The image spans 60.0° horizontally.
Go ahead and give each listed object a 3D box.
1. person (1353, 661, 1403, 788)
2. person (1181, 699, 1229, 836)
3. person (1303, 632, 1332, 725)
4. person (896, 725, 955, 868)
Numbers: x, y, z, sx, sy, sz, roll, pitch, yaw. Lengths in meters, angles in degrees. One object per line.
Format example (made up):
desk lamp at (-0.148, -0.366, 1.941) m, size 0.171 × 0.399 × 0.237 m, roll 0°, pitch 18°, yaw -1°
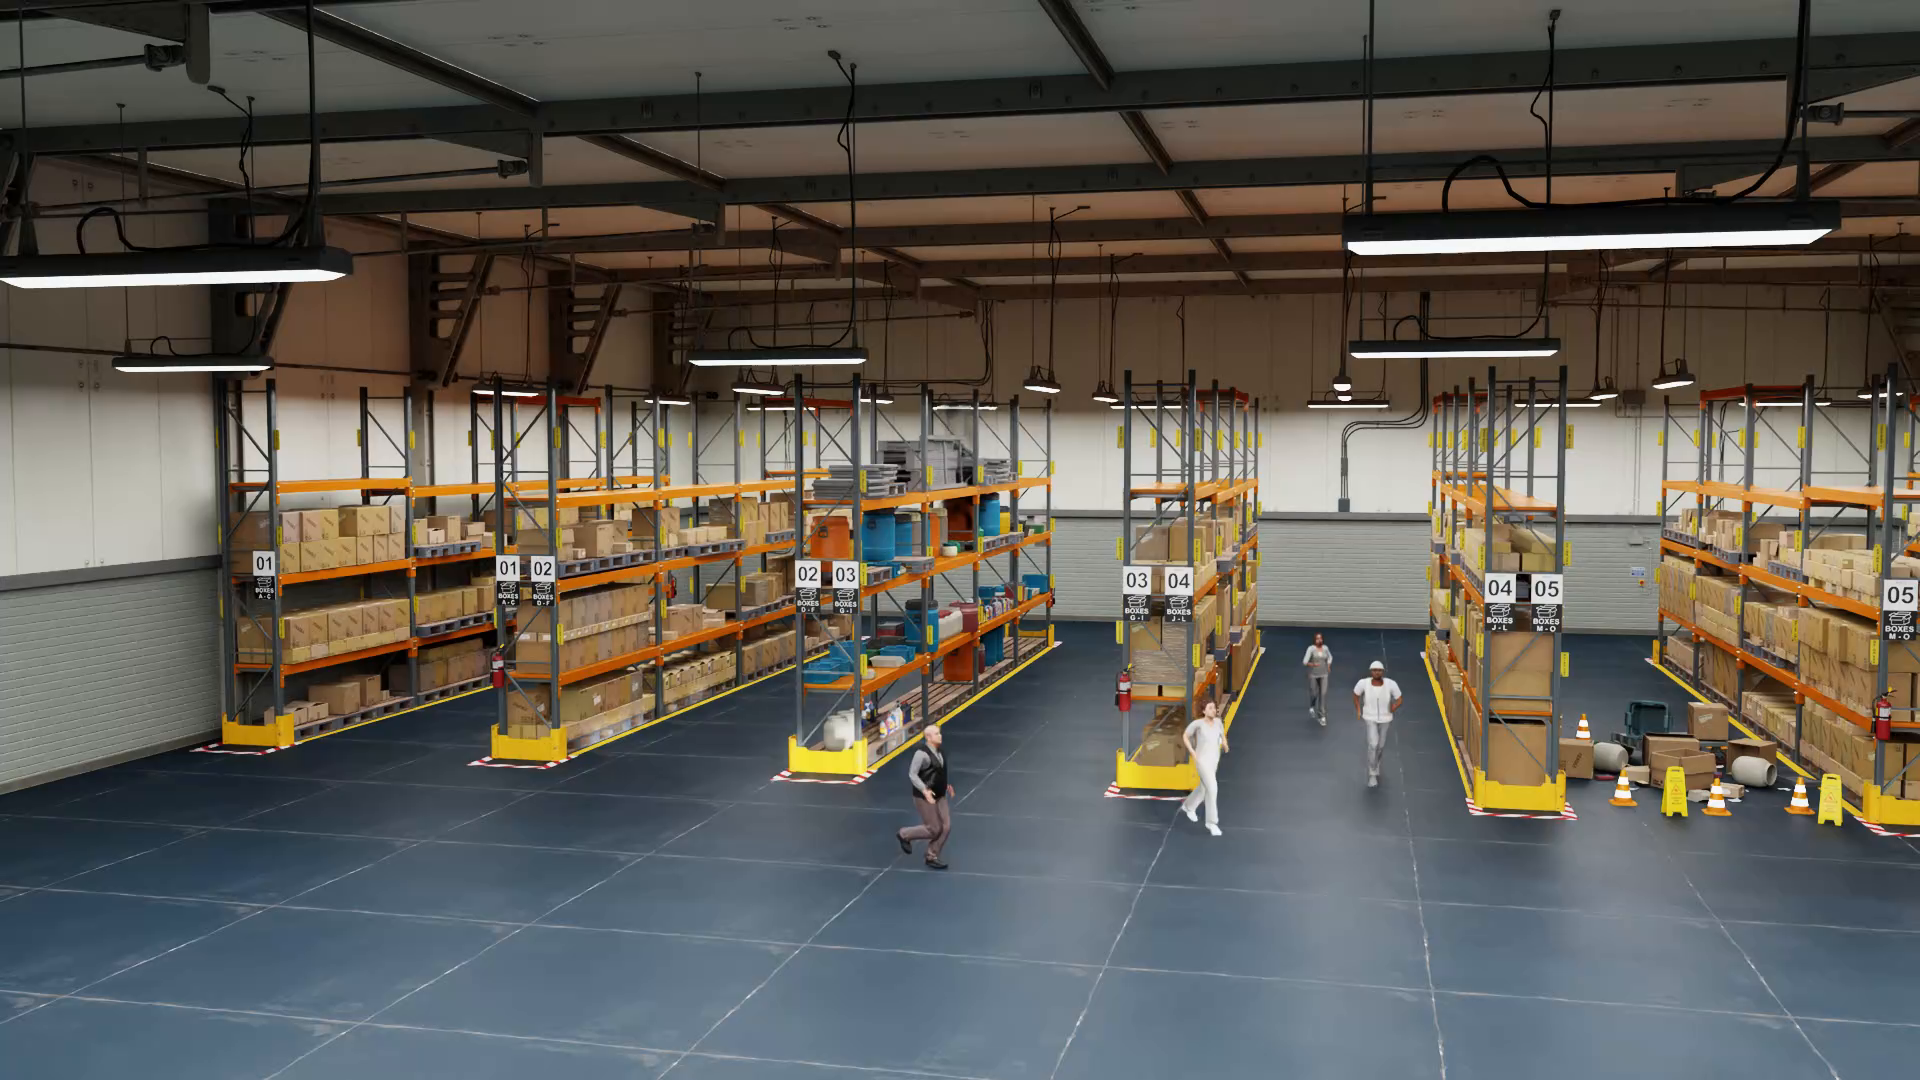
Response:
person at (6.118, 2.651, 24.332) m, size 0.691 × 1.800 × 0.854 m, roll 0°, pitch 3°, yaw 4°
person at (3.150, 2.876, 21.401) m, size 0.565 × 1.702 × 0.840 m, roll -2°, pitch 4°, yaw -34°
person at (6.310, 2.416, 29.268) m, size 0.545 × 1.580 × 0.851 m, roll 0°, pitch 3°, yaw 1°
person at (-0.408, 3.000, 19.541) m, size 0.637 × 1.675 × 0.647 m, roll 2°, pitch 4°, yaw 33°
